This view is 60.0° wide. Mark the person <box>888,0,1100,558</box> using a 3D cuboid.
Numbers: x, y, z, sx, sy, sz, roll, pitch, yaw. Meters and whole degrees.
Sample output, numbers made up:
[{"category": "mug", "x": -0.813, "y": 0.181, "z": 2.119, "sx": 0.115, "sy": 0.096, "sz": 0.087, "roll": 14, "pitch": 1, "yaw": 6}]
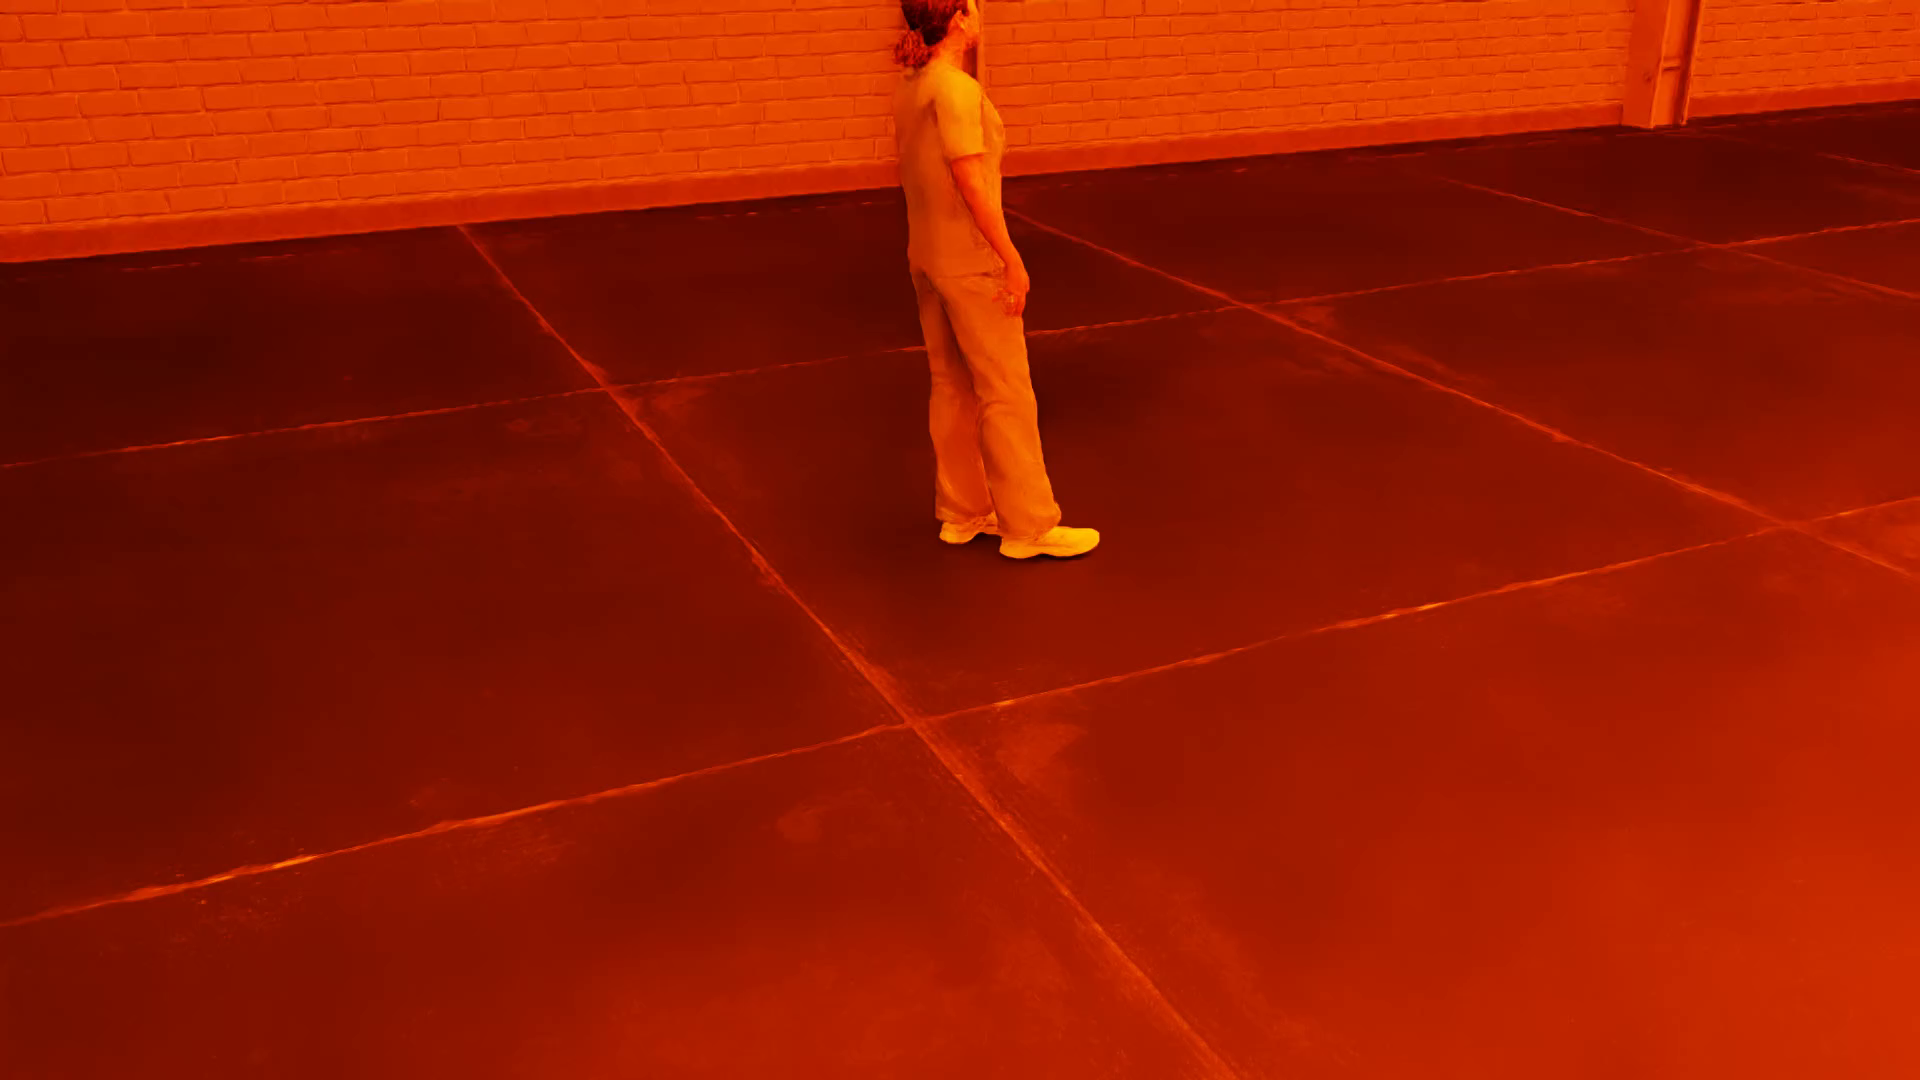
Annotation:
[{"category": "person", "x": 0.080, "y": -0.789, "z": 4.803, "sx": 0.532, "sy": 1.674, "sz": 0.550, "roll": -10, "pitch": 25, "yaw": -23}]
